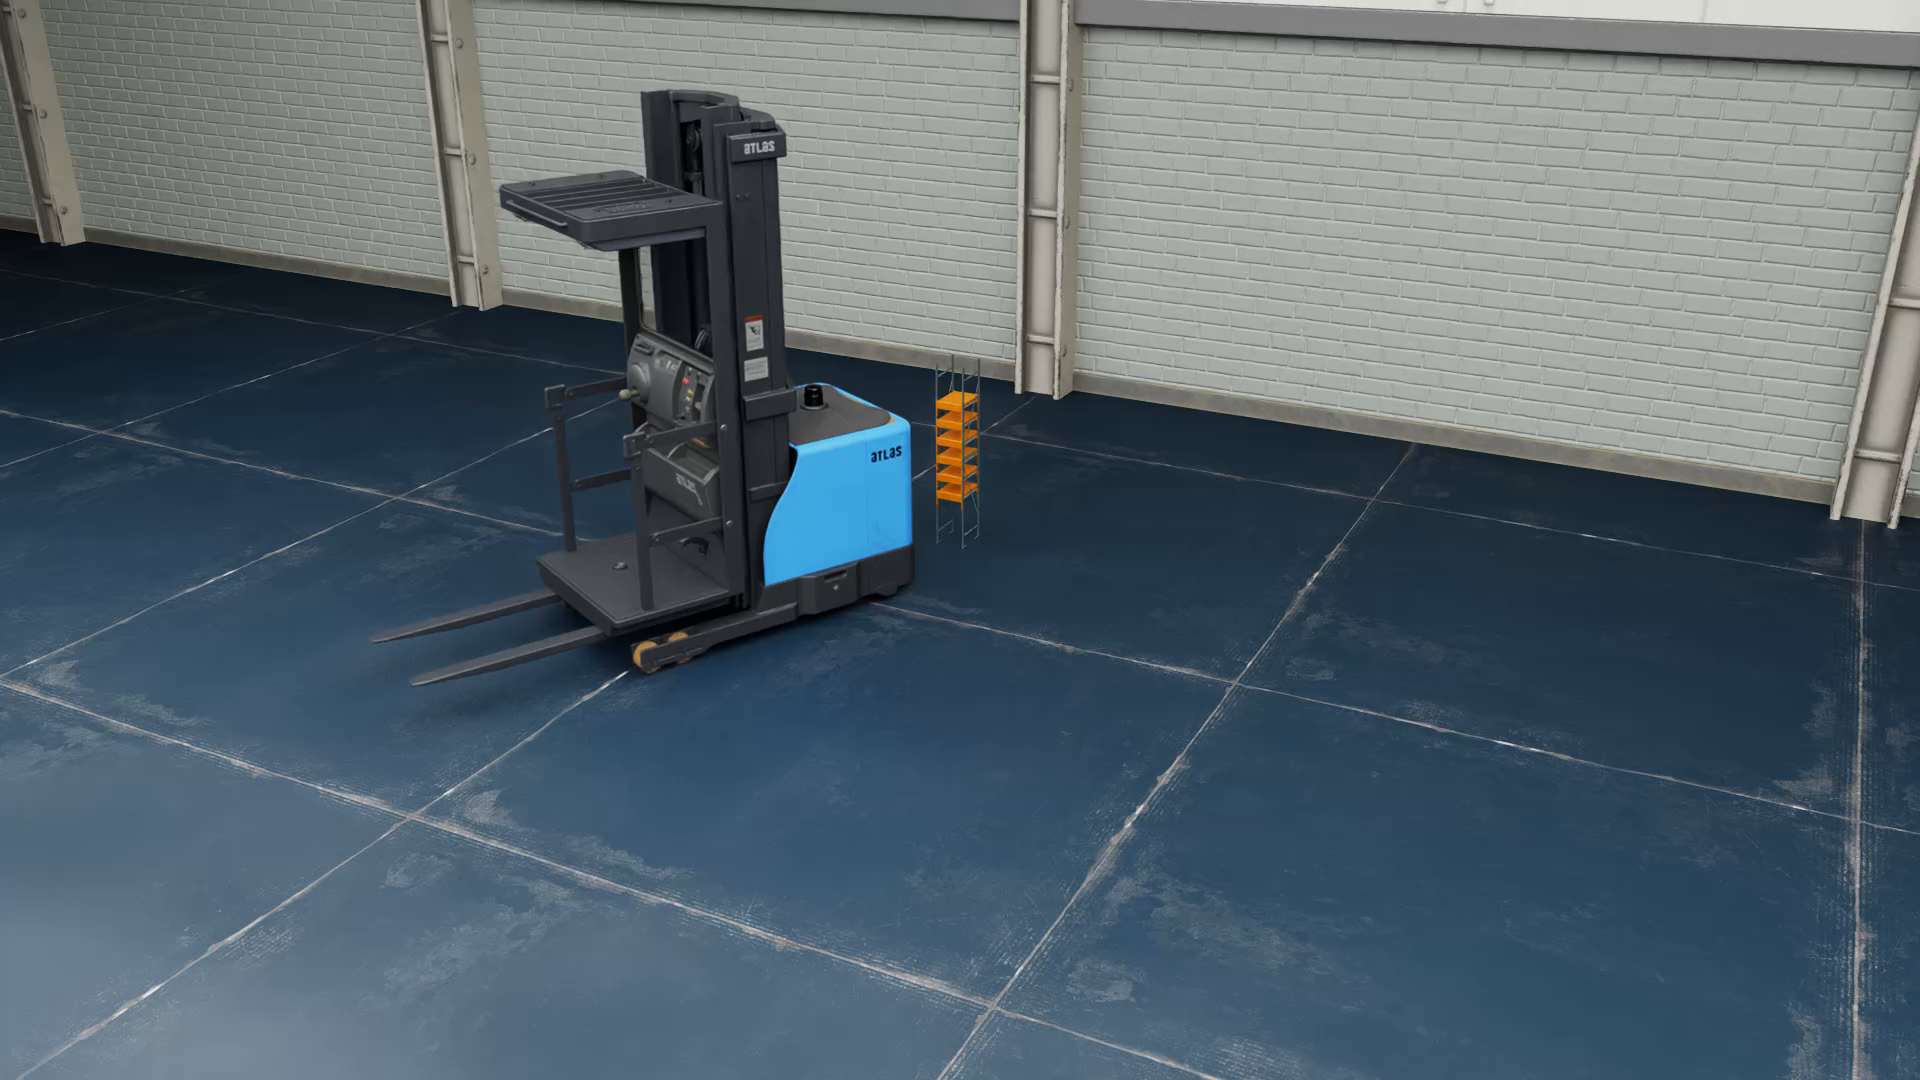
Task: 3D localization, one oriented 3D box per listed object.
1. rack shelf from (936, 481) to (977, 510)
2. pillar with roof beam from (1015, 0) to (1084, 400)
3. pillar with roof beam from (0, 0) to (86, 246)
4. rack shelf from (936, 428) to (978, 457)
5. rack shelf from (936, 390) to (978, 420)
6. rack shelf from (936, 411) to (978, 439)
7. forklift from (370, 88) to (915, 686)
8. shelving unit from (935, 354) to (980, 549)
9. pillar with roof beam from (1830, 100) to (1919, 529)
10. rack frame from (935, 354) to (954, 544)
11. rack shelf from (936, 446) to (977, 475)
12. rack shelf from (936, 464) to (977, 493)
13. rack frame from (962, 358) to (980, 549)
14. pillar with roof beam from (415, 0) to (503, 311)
[{"bbox_3d":[-0.013,-0.293,10.633,0.180,0.103,0.258,11,25,25],"label":"rack shelf"},{"bbox_3d":[-1.252,-3.858,8.323,0.400,9.000,9.100,11,25,25],"label":"pillar with roof beam"},{"bbox_3d":[-11.961,-5.977,13.306,0.400,9.000,9.100,11,25,25],"label":"pillar with roof beam"},{"bbox_3d":[-0.013,-0.624,10.492,0.180,0.103,0.258,11,25,25],"label":"rack shelf"},{"bbox_3d":[-0.013,-0.845,10.398,0.180,0.103,0.258,11,25,25],"label":"rack shelf"},{"bbox_3d":[-0.013,-0.735,10.445,0.180,0.103,0.258,11,25,25],"label":"rack shelf"},{"bbox_3d":[-1.759,-0.861,9.029,3.031,2.935,1.130,-16,28,-33],"label":"forklift"},{"bbox_3d":[-0.013,-0.555,10.521,0.189,1.200,0.258,11,25,25],"label":"shelving unit"},{"bbox_3d":[4.103,-2.799,5.832,0.400,9.000,9.100,11,25,25],"label":"pillar with roof beam"},{"bbox_3d":[-0.095,-0.571,10.559,0.006,1.200,0.240,11,25,25],"label":"rack frame"},{"bbox_3d":[-0.013,-0.514,10.539,0.180,0.103,0.258,11,25,25],"label":"rack shelf"},{"bbox_3d":[-0.013,-0.403,10.586,0.180,0.103,0.258,11,25,25],"label":"rack shelf"},{"bbox_3d":[0.069,-0.539,10.483,0.006,1.200,0.240,11,25,25],"label":"rack frame"},{"bbox_3d":[-6.607,-4.918,10.815,0.400,9.000,9.100,11,25,25],"label":"pillar with roof beam"}]
